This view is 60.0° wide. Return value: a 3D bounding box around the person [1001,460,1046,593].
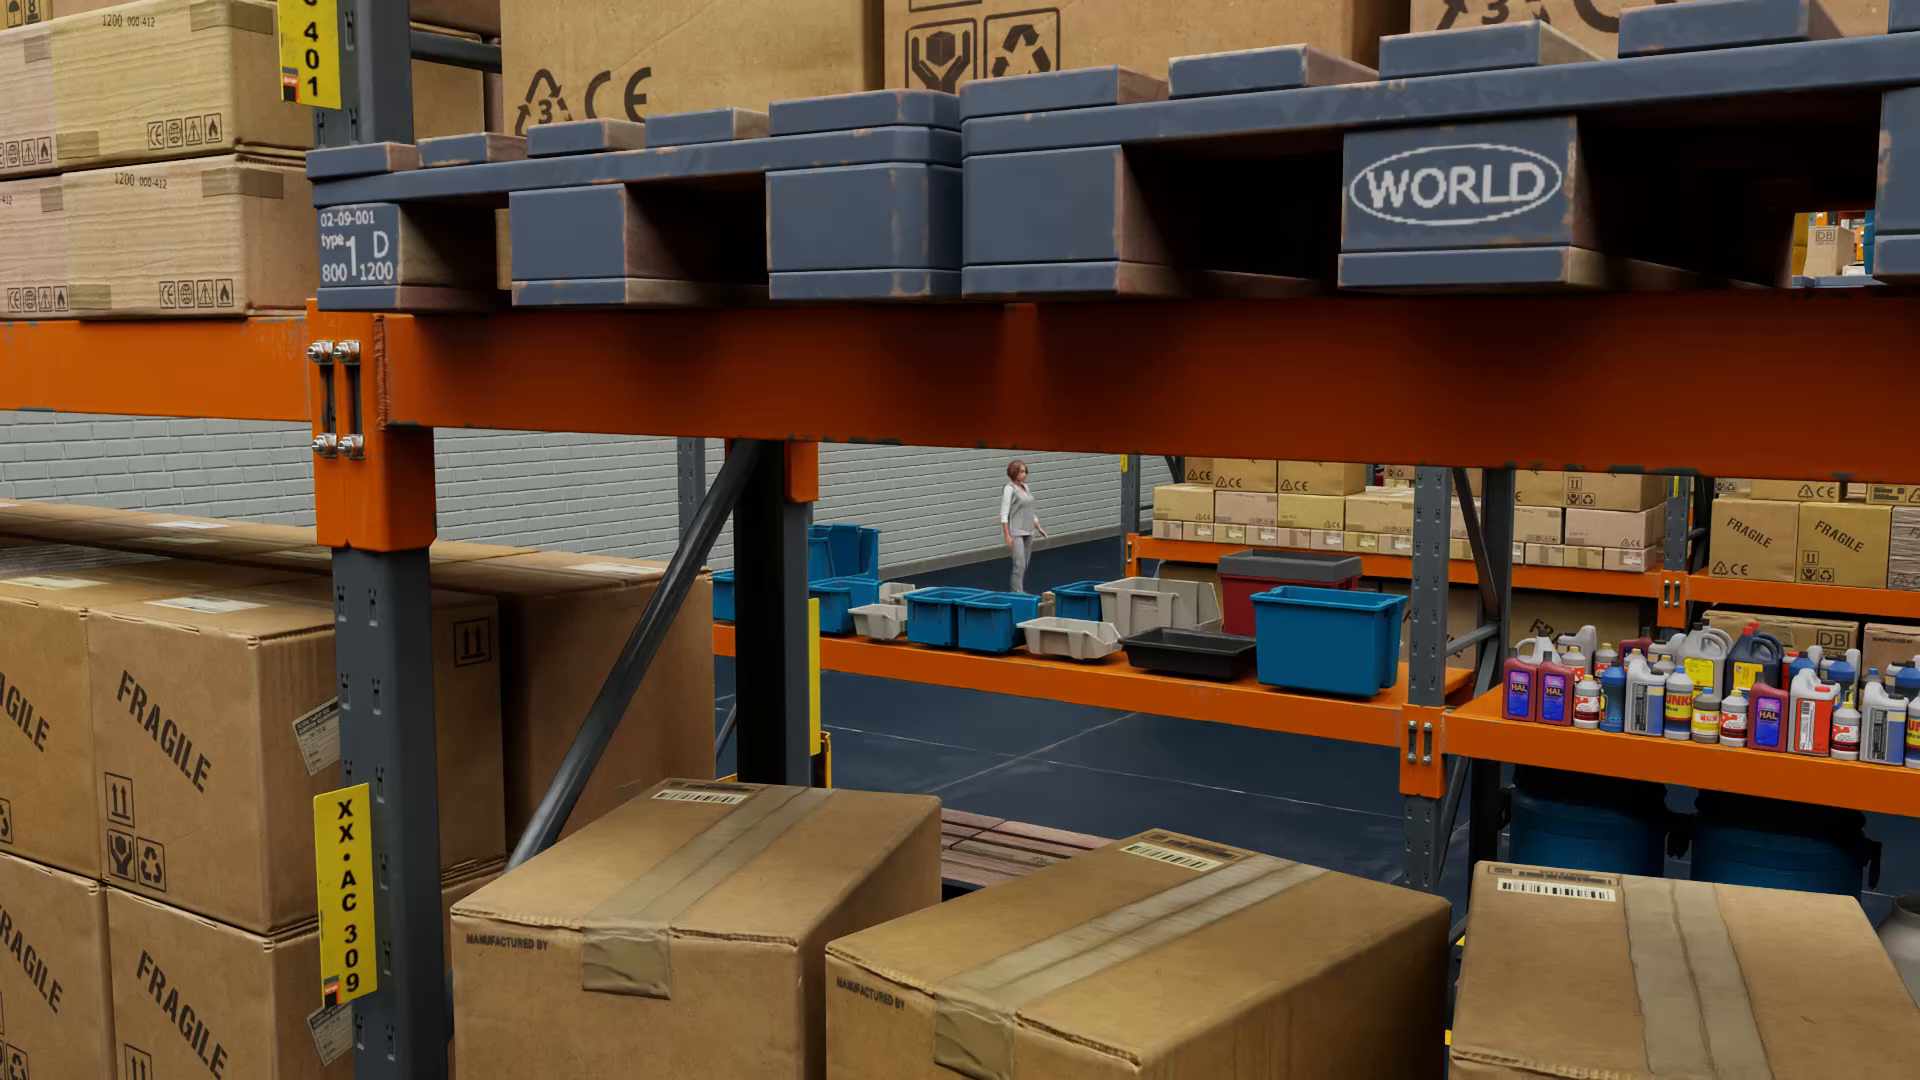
[{"bbox_3d":[0.677,-0.027,17.415,0.424,1.614,0.453,4,8,33],"label":"person"}]
